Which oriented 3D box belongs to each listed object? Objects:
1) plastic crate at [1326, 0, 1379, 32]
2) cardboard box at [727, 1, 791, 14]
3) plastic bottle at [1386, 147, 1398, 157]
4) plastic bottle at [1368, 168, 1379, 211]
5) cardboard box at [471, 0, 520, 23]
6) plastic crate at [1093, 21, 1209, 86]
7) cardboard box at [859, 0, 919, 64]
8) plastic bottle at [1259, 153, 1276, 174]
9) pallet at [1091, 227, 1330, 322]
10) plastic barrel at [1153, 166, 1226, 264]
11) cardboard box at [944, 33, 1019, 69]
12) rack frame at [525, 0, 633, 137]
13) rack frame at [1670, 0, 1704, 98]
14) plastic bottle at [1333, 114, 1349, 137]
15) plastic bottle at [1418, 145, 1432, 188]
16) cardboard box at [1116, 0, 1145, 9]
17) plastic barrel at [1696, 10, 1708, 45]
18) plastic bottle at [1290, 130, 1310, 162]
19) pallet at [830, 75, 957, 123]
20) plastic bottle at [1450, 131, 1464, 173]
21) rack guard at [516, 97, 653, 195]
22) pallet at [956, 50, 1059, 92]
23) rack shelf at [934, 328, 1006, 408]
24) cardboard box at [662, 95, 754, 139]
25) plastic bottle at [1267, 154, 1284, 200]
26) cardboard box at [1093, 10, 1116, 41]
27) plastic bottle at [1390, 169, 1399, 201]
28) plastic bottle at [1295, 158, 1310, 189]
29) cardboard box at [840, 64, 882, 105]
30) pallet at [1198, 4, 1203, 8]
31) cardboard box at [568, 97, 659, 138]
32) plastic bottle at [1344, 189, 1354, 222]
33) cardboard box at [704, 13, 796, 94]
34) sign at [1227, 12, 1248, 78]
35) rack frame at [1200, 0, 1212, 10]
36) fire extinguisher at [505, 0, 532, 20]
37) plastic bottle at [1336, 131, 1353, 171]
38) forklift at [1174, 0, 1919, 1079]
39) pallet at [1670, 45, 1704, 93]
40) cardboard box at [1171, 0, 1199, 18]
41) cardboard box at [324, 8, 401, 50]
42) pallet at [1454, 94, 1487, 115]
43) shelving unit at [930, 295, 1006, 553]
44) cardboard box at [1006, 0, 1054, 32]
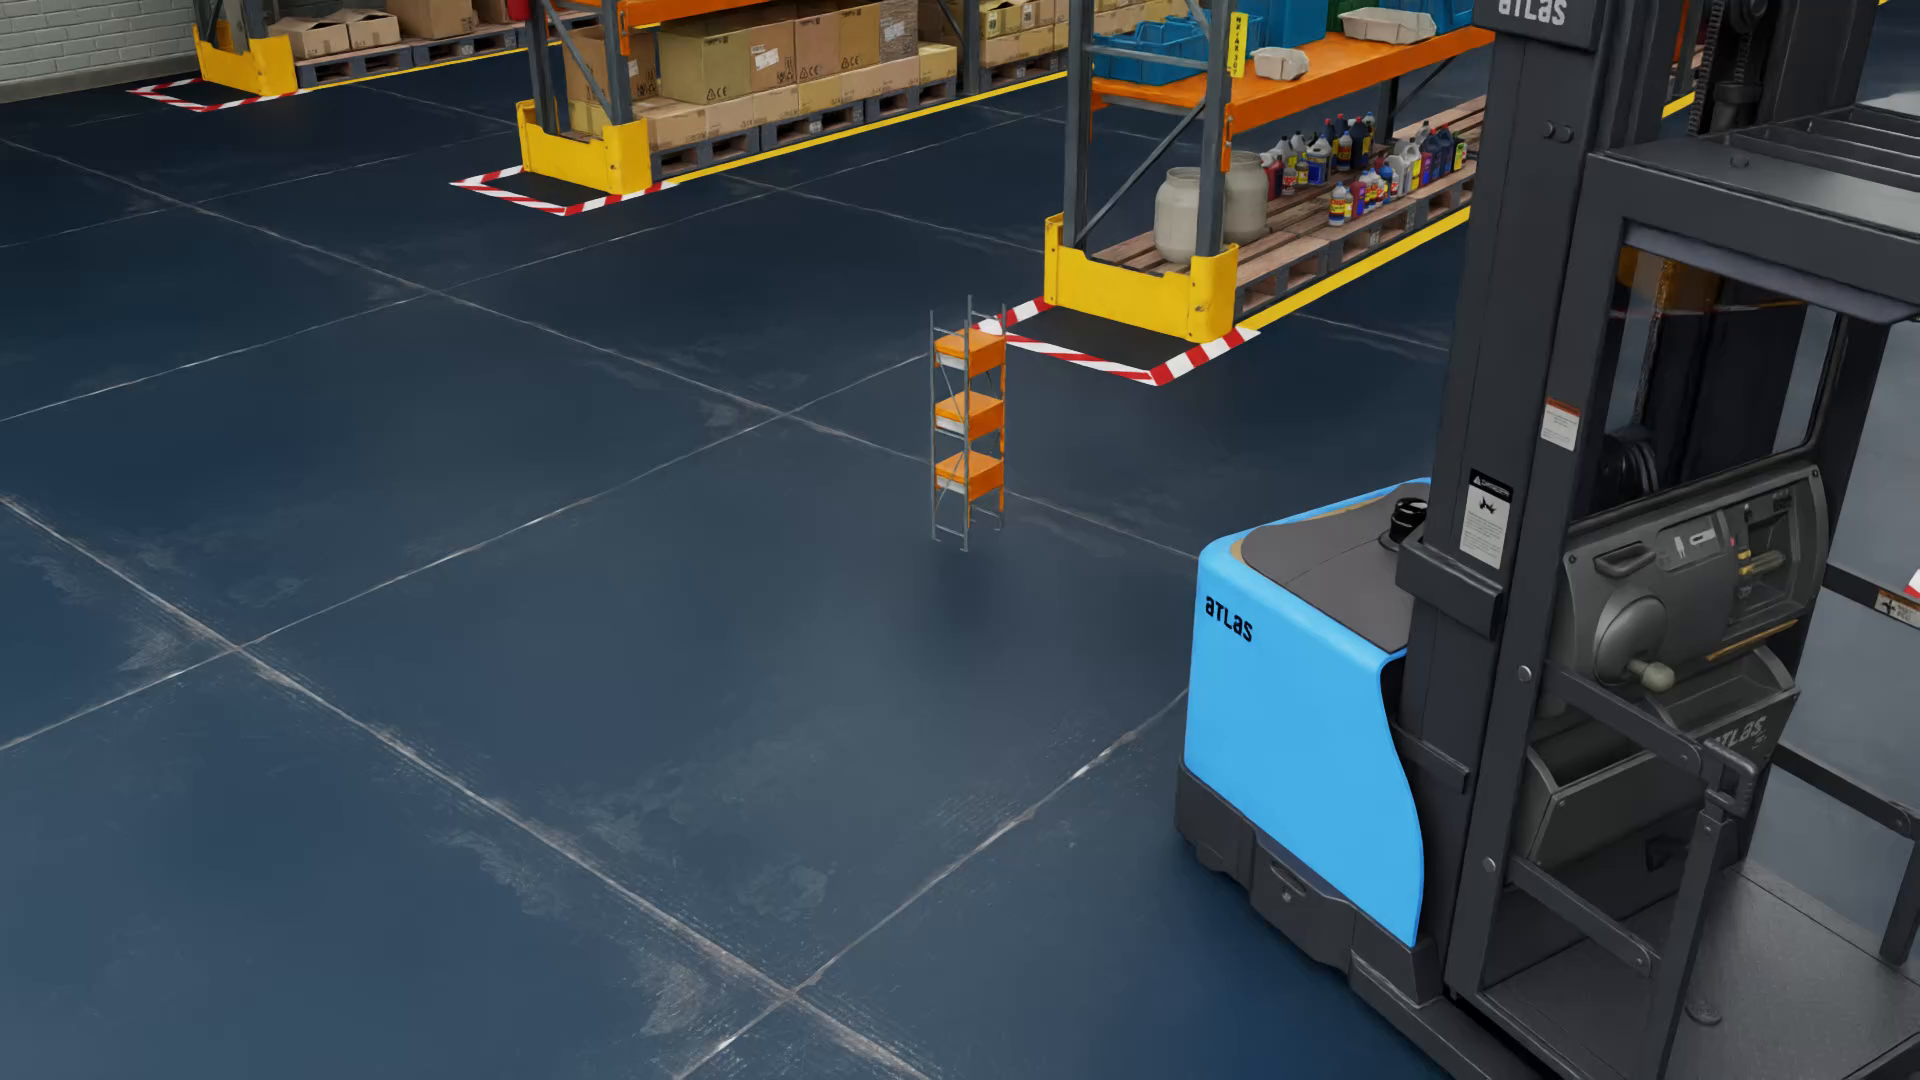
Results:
[{"bbox_3d":[2.489,-3.547,11.072,0.450,0.188,0.662,21,34,34],"label":"plastic crate"},{"bbox_3d":[-1.739,-4.182,13.788,0.500,0.500,0.500,21,34,34],"label":"cardboard box"},{"bbox_3d":[2.960,-2.554,11.401,0.061,0.283,0.133,21,34,34],"label":"plastic bottle"},{"bbox_3d":[2.701,-2.314,10.949,0.097,0.271,0.097,0,27,0],"label":"plastic bottle"},{"bbox_3d":[-4.704,-5.641,17.131,0.500,0.500,0.500,18,32,31],"label":"cardboard box"},{"bbox_3d":[1.113,-2.820,9.599,0.499,0.251,0.616,21,34,34],"label":"plastic crate"},{"bbox_3d":[-0.703,-4.385,14.181,0.500,0.500,0.500,21,34,34],"label":"cardboard box"},{"bbox_3d":[2.037,-2.468,11.241,0.152,0.276,0.135,21,34,35],"label":"plastic bottle"},{"bbox_3d":[1.559,-1.710,10.326,1.003,0.211,1.213,21,34,34],"label":"pallet"},{"bbox_3d":[1.385,-1.959,10.022,0.421,0.512,0.421,0,27,0],"label":"plastic barrel"},{"bbox_3d":[0.198,-4.525,15.267,0.500,0.250,0.500,20,33,33],"label":"cardboard box"},{"bbox_3d":[-2.794,-4.071,11.854,1.000,3.000,0.127,21,34,34],"label":"rack frame"},{"bbox_3d":[6.114,-5.458,14.536,1.000,3.000,0.127,21,34,34],"label":"rack frame"},{"bbox_3d":[2.736,-2.894,11.983,0.144,0.351,0.185,22,34,36],"label":"plastic bottle"},{"bbox_3d":[3.189,-2.578,11.447,0.061,0.283,0.133,23,35,38],"label":"plastic bottle"},{"bbox_3d":[1.502,-5.499,16.541,0.500,0.311,0.500,20,34,34],"label":"cardboard box"},{"bbox_3d":[7.131,-5.152,16.112,0.600,0.588,0.708,21,34,34],"label":"plastic barrel"},{"bbox_3d":[2.346,-2.676,11.562,0.144,0.351,0.185,20,34,34],"label":"plastic bottle"},{"bbox_3d":[-0.788,-3.981,14.715,1.003,0.211,1.213,21,34,34],"label":"pallet"},{"bbox_3d":[3.518,-2.762,11.801,0.061,0.283,0.133,23,35,37],"label":"plastic bottle"},{"bbox_3d":[-2.809,-2.952,12.412,1.175,0.500,0.348,21,34,34],"label":"rack guard"},{"bbox_3d":[0.189,-4.523,15.763,1.003,0.211,1.213,21,34,34],"label":"pallet"},{"bbox_3d":[0.034,-0.728,6.920,0.215,0.259,0.240,21,34,34],"label":"rack shelf"},{"bbox_3d":[-1.966,-3.339,12.976,0.500,0.250,0.500,21,34,34],"label":"cardboard box"},{"bbox_3d":[2.119,-2.440,11.180,0.061,0.283,0.133,21,34,34],"label":"plastic bottle"},{"bbox_3d":[1.176,-5.070,16.321,0.500,0.250,0.500,22,34,35],"label":"cardboard box"},{"bbox_3d":[2.895,-2.391,11.174,0.097,0.201,0.097,0,27,0],"label":"plastic bottle"},{"bbox_3d":[2.349,-2.524,11.431,0.097,0.201,0.097,0,27,0],"label":"plastic bottle"},{"bbox_3d":[-1.009,-3.870,14.001,0.500,0.250,0.500,21,34,34],"label":"cardboard box"},{"bbox_3d":[2.798,-5.922,18.468,1.003,0.211,1.213,21,34,34],"label":"pallet"},{"bbox_3d":[-2.681,-3.312,12.924,0.500,0.250,0.500,21,34,34],"label":"cardboard box"},{"bbox_3d":[2.485,-2.163,10.732,0.097,0.201,0.097,0,27,0],"label":"plastic bottle"},{"bbox_3d":[-1.657,-3.853,13.152,0.500,0.500,0.500,21,34,34],"label":"cardboard box"},{"bbox_3d":[1.447,-2.582,8.676,0.100,0.325,0.005,21,34,34],"label":"sign"},{"bbox_3d":[2.294,-6.907,17.337,1.000,3.000,0.127,21,34,34],"label":"rack frame"},{"bbox_3d":[-3.228,-4.130,12.053,0.296,0.674,0.183,21,34,34],"label":"fire extinguisher"},{"bbox_3d":[2.737,-2.772,11.834,0.097,0.271,0.097,0,27,0],"label":"plastic bottle"},{"bbox_3d":[1.880,0.125,3.818,1.130,2.935,3.031,-16,31,-27],"label":"forklift"},{"bbox_3d":[6.583,-4.511,15.740,1.003,0.211,1.213,21,34,34],"label":"pallet"},{"bbox_3d":[2.148,-5.614,17.374,0.500,0.250,0.500,22,34,36],"label":"cardboard box"},{"bbox_3d":[-5.747,-4.939,15.981,0.500,0.311,0.500,24,36,38],"label":"cardboard box"},{"bbox_3d":[4.815,-3.525,13.835,1.003,0.211,1.213,21,34,34],"label":"pallet"},{"bbox_3d":[0.034,-0.485,7.045,0.215,1.050,0.252,21,34,34],"label":"shelving unit"},{"bbox_3d":[0.528,-4.953,15.484,0.500,0.311,0.500,20,34,34],"label":"cardboard box"}]
